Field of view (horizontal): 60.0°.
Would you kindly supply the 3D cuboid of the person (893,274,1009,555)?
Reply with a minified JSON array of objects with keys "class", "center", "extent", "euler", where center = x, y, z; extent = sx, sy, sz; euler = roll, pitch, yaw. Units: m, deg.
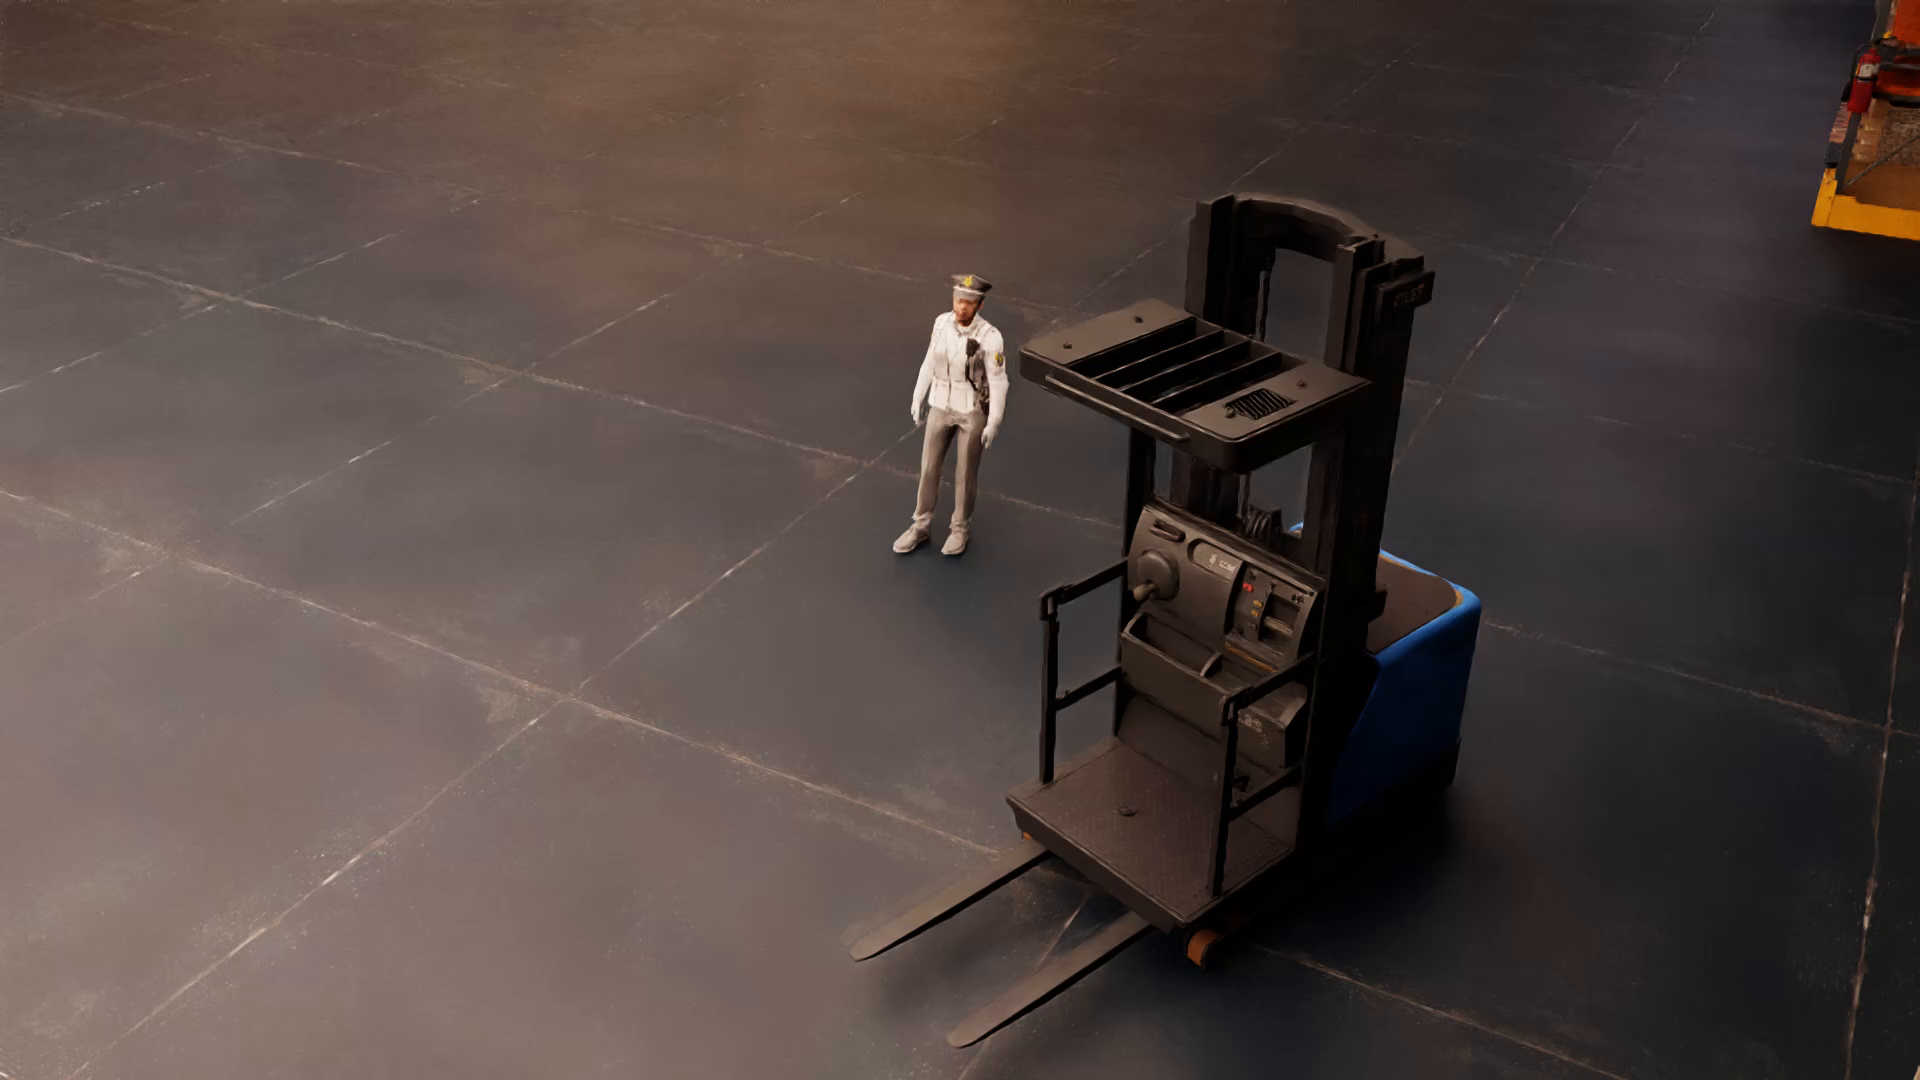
[{"class":"person","center":[-0.039,-0.712,9.527],"extent":[0.586,1.695,0.532],"euler":[15,33,25]}]

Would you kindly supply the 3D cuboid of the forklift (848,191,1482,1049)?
[{"class":"forklift","center":[0.908,0.212,6.703],"extent":[3.031,2.935,1.130],"euler":[-24,37,-35]}]
